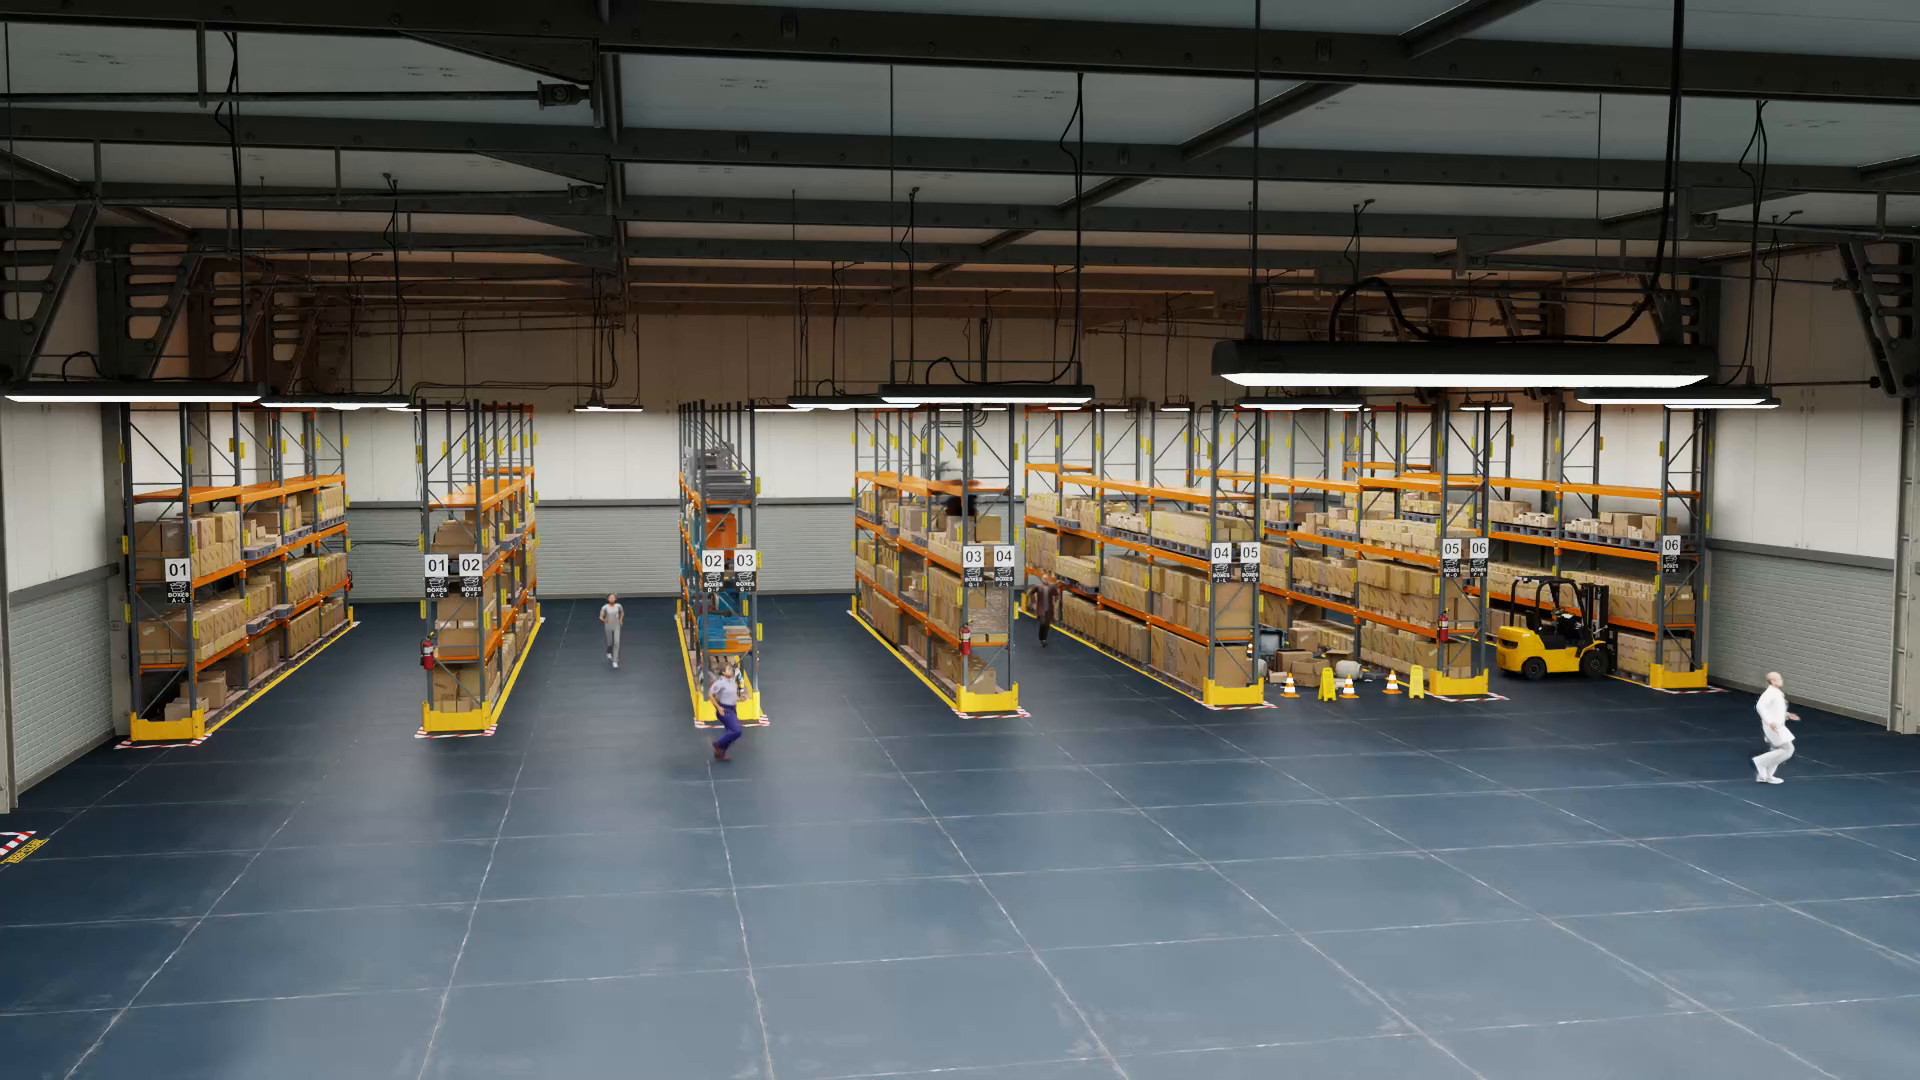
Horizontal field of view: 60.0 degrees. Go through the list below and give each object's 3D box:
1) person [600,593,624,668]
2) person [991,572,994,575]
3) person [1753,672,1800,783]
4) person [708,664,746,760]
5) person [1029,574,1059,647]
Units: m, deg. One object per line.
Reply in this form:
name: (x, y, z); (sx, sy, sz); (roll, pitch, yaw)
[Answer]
person: (-7.934, 2.034, 37.949); (0.568, 1.672, 0.922); (-2, 5, -19)
person: (0.977, 1.459, 46.345); (0.547, 1.557, 0.547); (-1, 4, -8)
person: (12.652, 2.913, 25.752); (0.628, 1.732, 0.704); (2, 5, 29)
person: (-3.811, 2.841, 27.469); (0.558, 1.599, 0.593); (1, 4, 11)
person: (2.111, 1.756, 41.071); (0.693, 1.823, 0.808); (-1, 4, -11)
